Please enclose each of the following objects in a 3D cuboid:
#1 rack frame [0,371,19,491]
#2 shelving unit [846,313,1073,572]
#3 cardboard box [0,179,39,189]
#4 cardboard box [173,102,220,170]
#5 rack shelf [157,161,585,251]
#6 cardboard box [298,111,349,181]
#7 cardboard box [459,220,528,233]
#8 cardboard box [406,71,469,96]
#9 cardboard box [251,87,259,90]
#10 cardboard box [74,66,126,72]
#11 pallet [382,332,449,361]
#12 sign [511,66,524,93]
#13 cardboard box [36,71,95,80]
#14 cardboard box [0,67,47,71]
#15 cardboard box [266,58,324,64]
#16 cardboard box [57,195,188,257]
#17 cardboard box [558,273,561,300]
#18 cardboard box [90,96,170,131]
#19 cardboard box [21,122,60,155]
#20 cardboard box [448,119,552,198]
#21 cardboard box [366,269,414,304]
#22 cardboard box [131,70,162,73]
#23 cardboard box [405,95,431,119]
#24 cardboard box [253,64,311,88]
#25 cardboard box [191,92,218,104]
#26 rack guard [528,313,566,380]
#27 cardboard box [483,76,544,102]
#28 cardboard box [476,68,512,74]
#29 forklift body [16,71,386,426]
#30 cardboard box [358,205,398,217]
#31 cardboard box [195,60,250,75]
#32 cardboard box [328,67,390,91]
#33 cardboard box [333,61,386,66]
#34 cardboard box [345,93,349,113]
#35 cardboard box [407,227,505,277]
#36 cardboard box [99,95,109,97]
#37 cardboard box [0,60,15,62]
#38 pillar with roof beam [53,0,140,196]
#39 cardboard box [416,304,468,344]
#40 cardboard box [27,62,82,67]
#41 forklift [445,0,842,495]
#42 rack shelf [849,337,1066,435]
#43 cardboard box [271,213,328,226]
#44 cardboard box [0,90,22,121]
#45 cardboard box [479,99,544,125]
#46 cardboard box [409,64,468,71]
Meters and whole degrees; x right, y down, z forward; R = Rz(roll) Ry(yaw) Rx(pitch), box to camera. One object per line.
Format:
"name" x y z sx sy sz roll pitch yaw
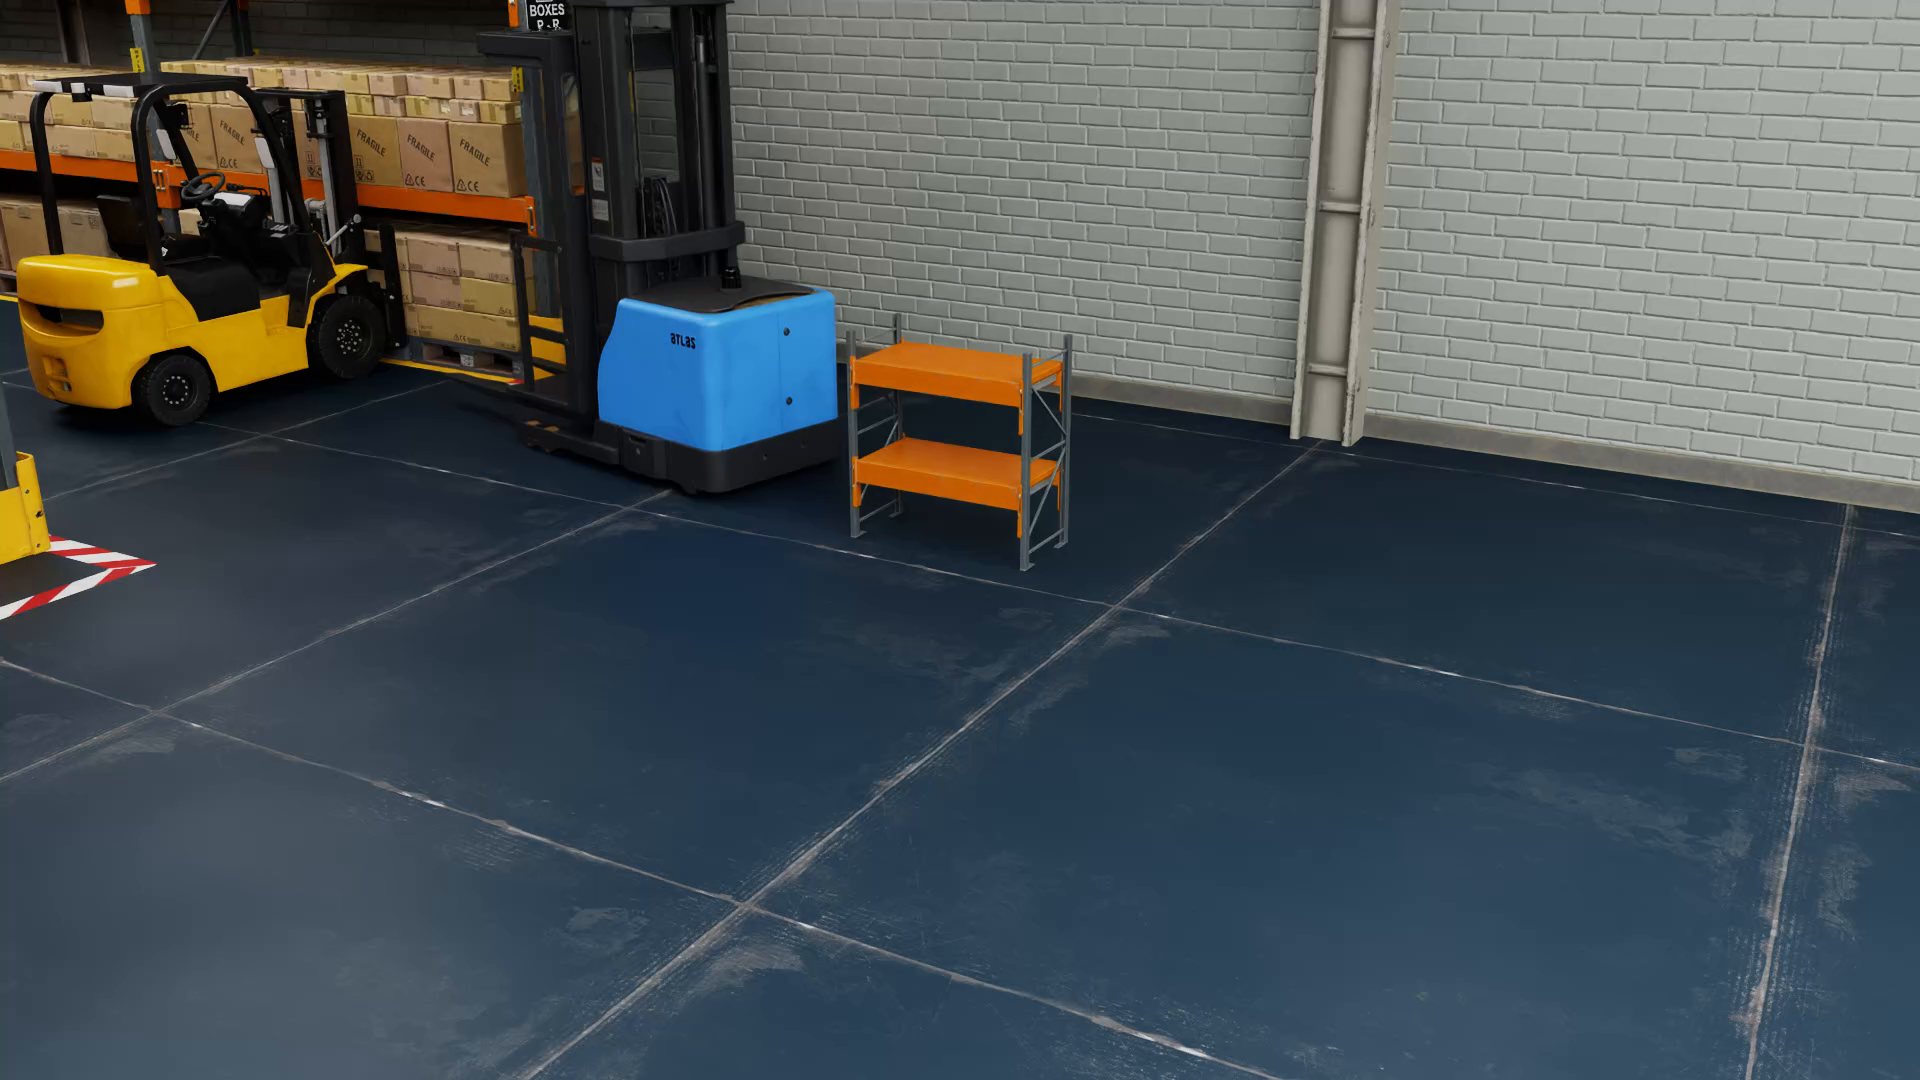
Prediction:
"rack frame" -5.126 -1.213 7.810 0.127 3.000 1.000 11 23 27
"shelving unit" -0.006 -0.530 8.676 1.048 1.125 0.538 11 23 27
"cardboard box" -9.155 -2.995 15.589 0.625 0.625 0.875 12 23 29
"cardboard box" -5.941 -3.252 13.284 0.500 0.500 0.500 10 22 26
"rack shelf" -4.455 -2.685 12.925 4.000 0.370 1.077 11 23 27
"cardboard box" -4.607 -2.996 12.580 0.500 0.500 0.500 11 23 28
"cardboard box" -3.474 -2.284 12.714 0.500 0.250 0.500 11 23 27
"cardboard box" -3.778 -3.310 12.058 0.250 0.149 0.380 11 23 28
"cardboard box" -5.176 -3.392 12.720 0.250 0.149 0.380 11 22 27
"cardboard box" -7.490 -4.058 14.556 0.250 0.149 0.380 11 22 27
"pallet" -4.458 -1.698 13.237 1.213 0.211 1.003 11 23 27
"sign" -2.986 -3.188 11.208 0.005 0.325 0.100 11 23 27
"cardboard box" -7.522 -3.859 14.008 0.250 0.149 0.380 10 22 26
"cardboard box" -8.152 -4.007 14.414 0.250 0.149 0.380 11 23 27
"cardboard box" -5.338 -3.791 13.383 0.250 0.149 0.380 11 22 27
"cardboard box" -7.336 -2.652 14.644 0.625 0.625 0.875 11 22 27
"cardboard box" -3.018 -1.971 12.583 0.500 0.250 0.500 11 23 28
"cardboard box" -6.754 -3.526 13.674 0.500 0.250 0.500 10 22 26
"cardboard box" -7.629 -3.465 14.239 0.500 0.250 0.500 11 23 28
"cardboard box" -3.267 -2.742 11.878 0.500 0.500 0.500 10 22 26
"cardboard box" -4.180 -1.985 12.622 0.500 0.250 0.500 10 22 26
"cardboard box" -6.830 -3.933 14.210 0.250 0.149 0.380 11 23 27
"cardboard box" -3.793 -3.157 12.071 0.250 0.149 0.380 11 22 27
"cardboard box" -5.154 -3.542 12.696 0.250 0.149 0.380 10 22 26
"cardboard box" -5.824 -3.534 13.112 0.250 0.149 0.380 11 23 29
"rack guard" -2.688 -1.512 12.300 0.348 0.500 1.175 11 23 27
"cardboard box" -3.124 -3.180 11.698 0.250 0.149 0.380 11 23 27
"cardboard box" -3.347 -3.396 12.293 0.250 0.149 0.380 11 23 28
"forklift body" -5.254 -2.064 11.402 1.214 2.155 2.313 11 23 27
"cardboard box" -4.792 -2.539 13.416 0.500 0.250 0.500 11 23 28
"cardboard box" -5.786 -3.695 13.119 0.250 0.149 0.380 11 23 28
"cardboard box" -4.466 -3.433 12.396 0.250 0.149 0.380 11 23 28
"cardboard box" -4.673 -3.662 13.028 0.250 0.149 0.380 11 22 27
"cardboard box" -4.454 -3.292 12.443 0.250 0.149 0.380 11 22 27
"cardboard box" -3.712 -2.133 12.296 0.500 0.250 0.500 11 23 28
"cardboard box" -6.842 -3.736 13.669 0.250 0.149 0.380 10 22 27
"cardboard box" -8.831 -4.308 15.245 0.250 0.149 0.380 11 23 27
"pillar with roof beam" -10.215 -5.612 11.139 0.400 9.000 9.100 11 23 27
"cardboard box" -3.703 -1.666 12.474 0.500 0.250 0.500 11 23 27
"cardboard box" -8.134 -4.205 14.960 0.250 0.149 0.380 10 22 26
"forklift" -2.155 -2.038 10.185 3.031 2.935 1.130 17 26 39
"rack shelf" -0.006 -0.805 8.577 1.000 0.278 0.538 11 23 27
"cardboard box" -5.050 -2.390 13.005 0.500 0.250 0.500 12 23 29
"cardboard box" -8.082 -3.786 14.390 0.500 0.250 0.500 11 23 28
"cardboard box" -3.148 -3.017 11.686 0.250 0.149 0.380 11 23 28
"cardboard box" -3.979 -3.551 12.720 0.250 0.149 0.380 10 22 26
